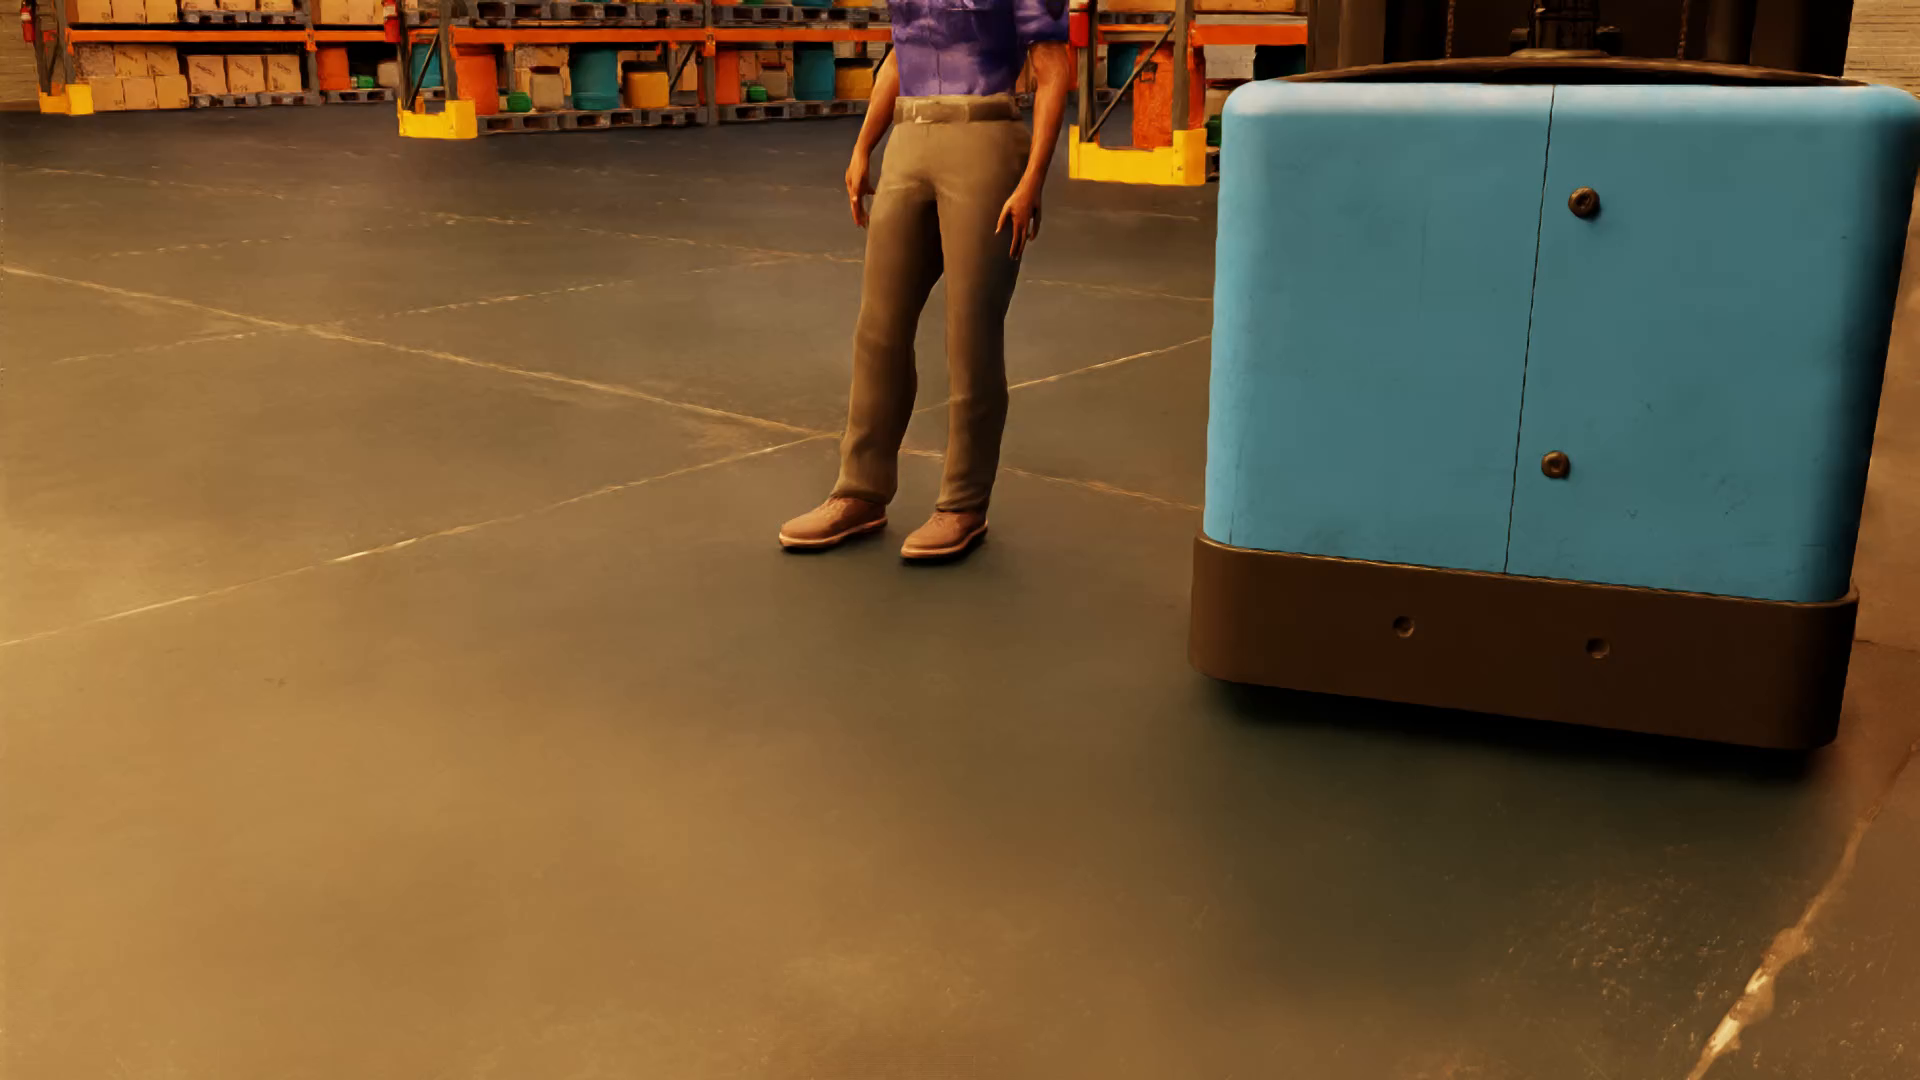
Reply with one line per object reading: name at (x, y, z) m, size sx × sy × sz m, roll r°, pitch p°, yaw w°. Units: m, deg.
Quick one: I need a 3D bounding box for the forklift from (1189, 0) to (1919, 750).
forklift at (1.383, -1.460, 3.706) m, size 1.130 × 2.935 × 3.031 m, roll 6°, pitch 18°, yaw 19°

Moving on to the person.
person at (-0.071, -0.782, 3.647) m, size 0.570 × 1.654 × 0.503 m, roll 13°, pitch 21°, yaw 37°
